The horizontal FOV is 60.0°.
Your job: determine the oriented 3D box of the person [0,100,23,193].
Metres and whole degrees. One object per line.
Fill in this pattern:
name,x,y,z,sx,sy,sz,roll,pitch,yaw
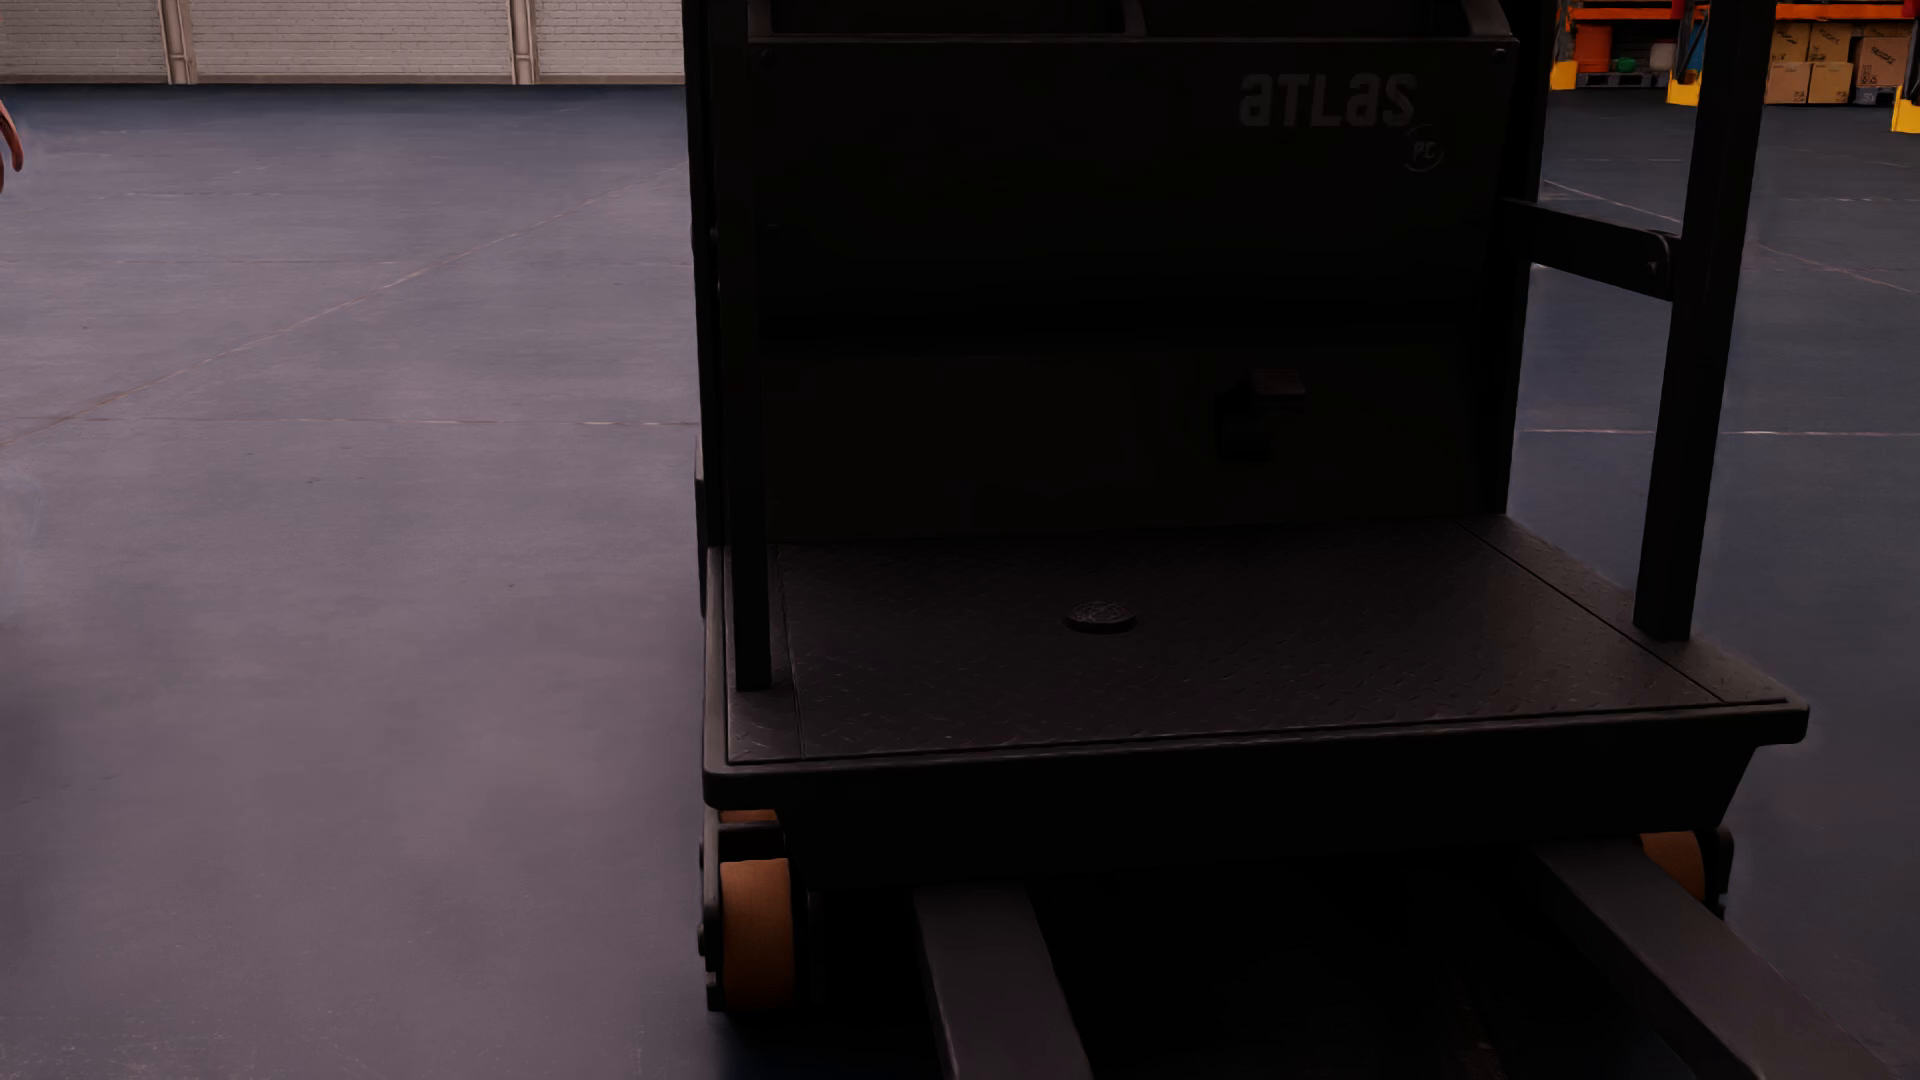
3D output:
person,-1.945,-0.581,2.507,0.822,1.656,0.609,8,19,24

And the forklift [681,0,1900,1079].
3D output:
forklift,0.241,-1.010,1.681,1.130,2.935,3.031,-2,17,-8
